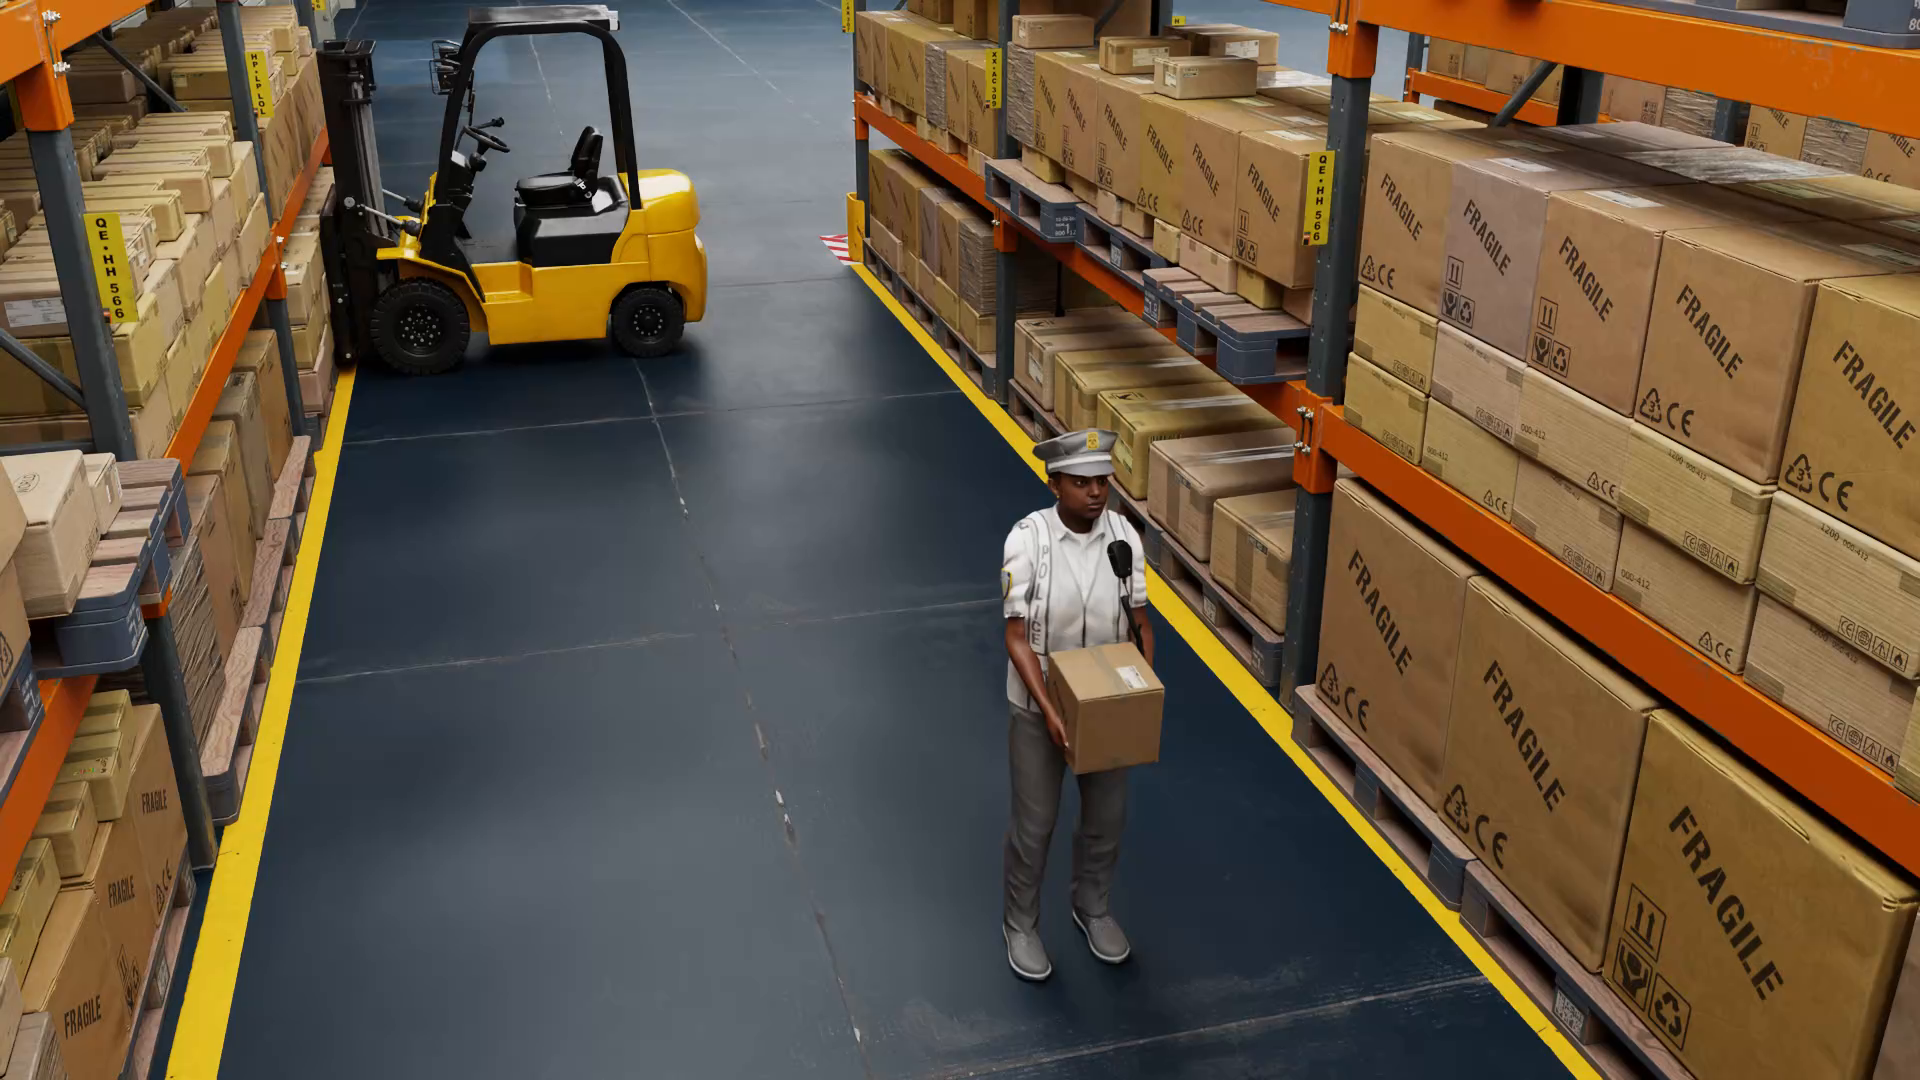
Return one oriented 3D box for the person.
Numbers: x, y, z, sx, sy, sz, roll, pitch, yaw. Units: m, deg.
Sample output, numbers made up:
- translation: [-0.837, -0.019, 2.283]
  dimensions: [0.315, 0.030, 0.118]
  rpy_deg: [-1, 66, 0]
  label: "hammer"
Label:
- translation: [0.356, 0.498, 4.878]
  dimensions: [0.456, 1.699, 0.528]
  rpy_deg: [-6, 24, -14]
  label: "person"
